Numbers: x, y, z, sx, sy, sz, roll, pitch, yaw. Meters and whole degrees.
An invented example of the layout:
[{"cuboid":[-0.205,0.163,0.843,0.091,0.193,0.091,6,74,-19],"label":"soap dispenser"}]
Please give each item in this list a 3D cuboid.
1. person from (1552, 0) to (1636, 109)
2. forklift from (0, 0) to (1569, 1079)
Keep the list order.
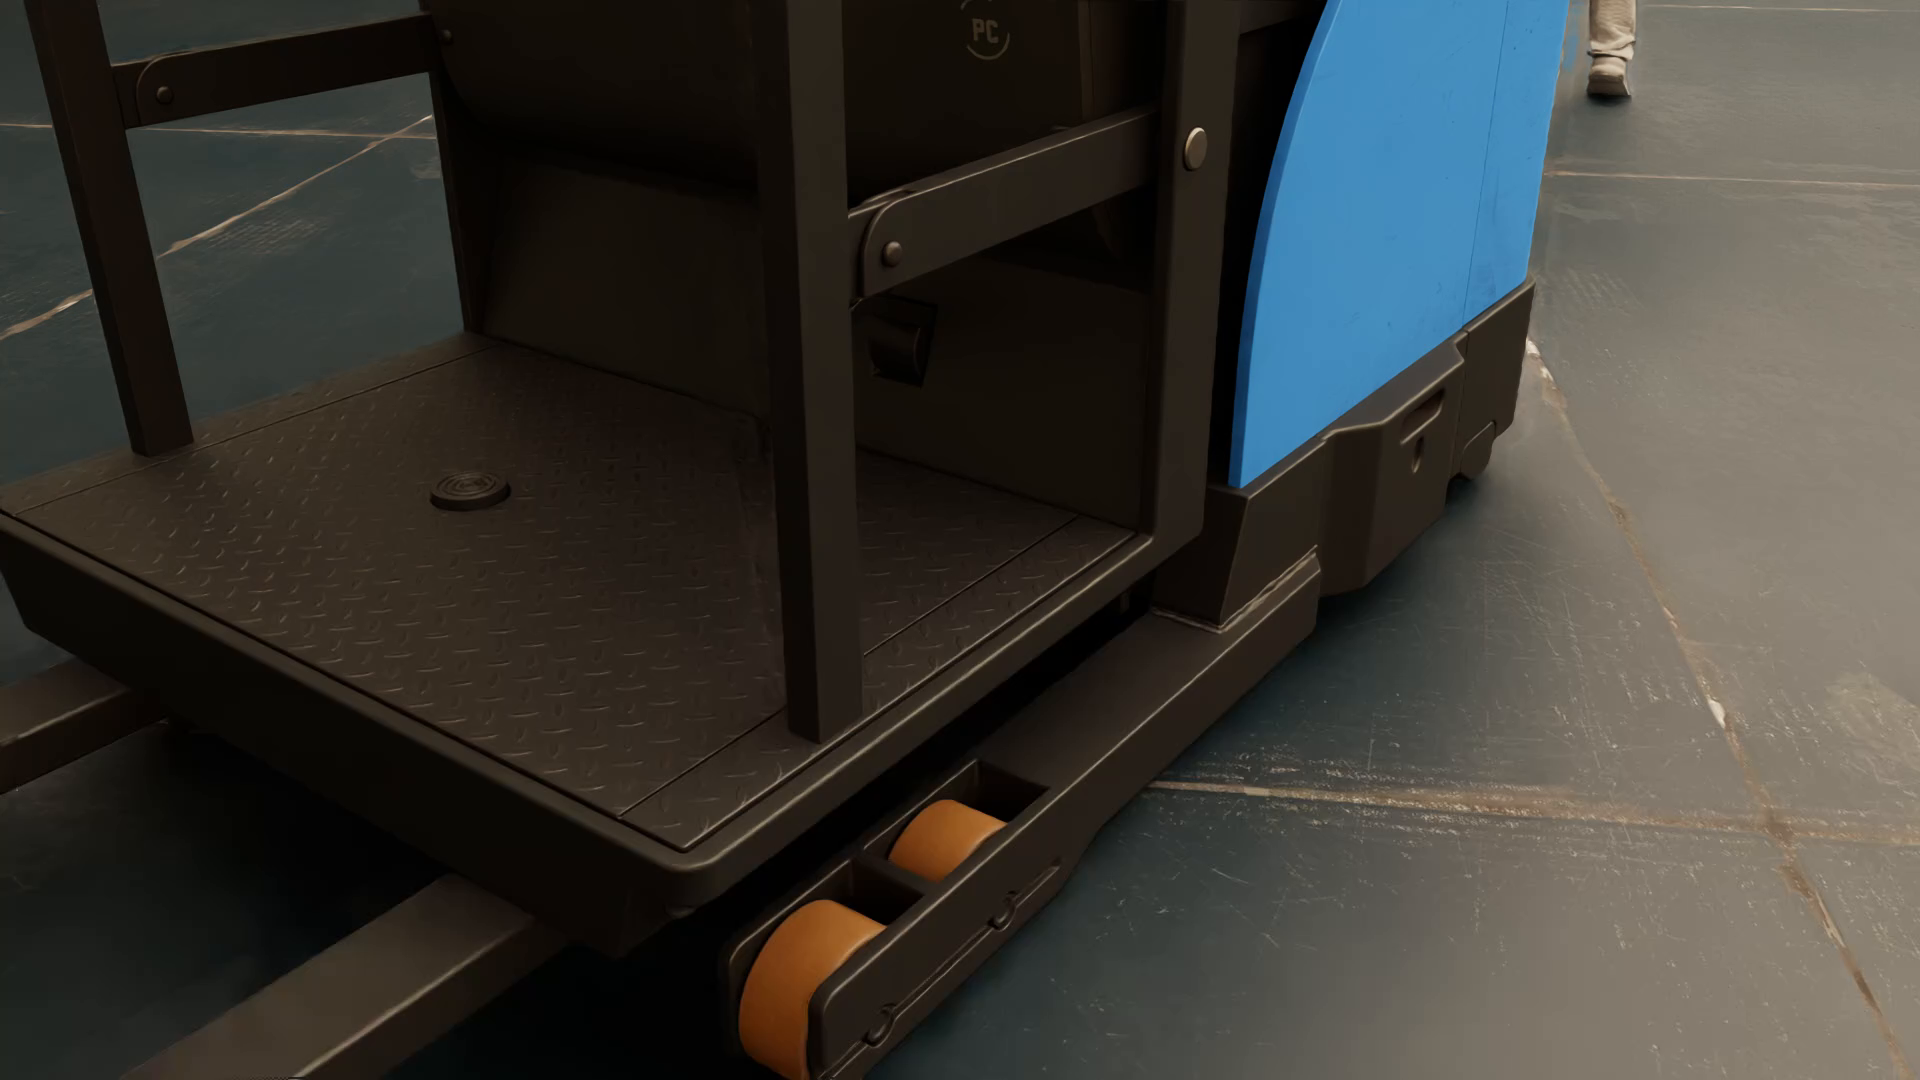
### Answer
[{"cuboid":[1.881,-2.168,4.942,0.966,1.784,0.497,6,27,11],"label":"person"},{"cuboid":[-0.357,-1.061,1.343,1.130,2.935,3.031,18,32,32],"label":"forklift"}]
